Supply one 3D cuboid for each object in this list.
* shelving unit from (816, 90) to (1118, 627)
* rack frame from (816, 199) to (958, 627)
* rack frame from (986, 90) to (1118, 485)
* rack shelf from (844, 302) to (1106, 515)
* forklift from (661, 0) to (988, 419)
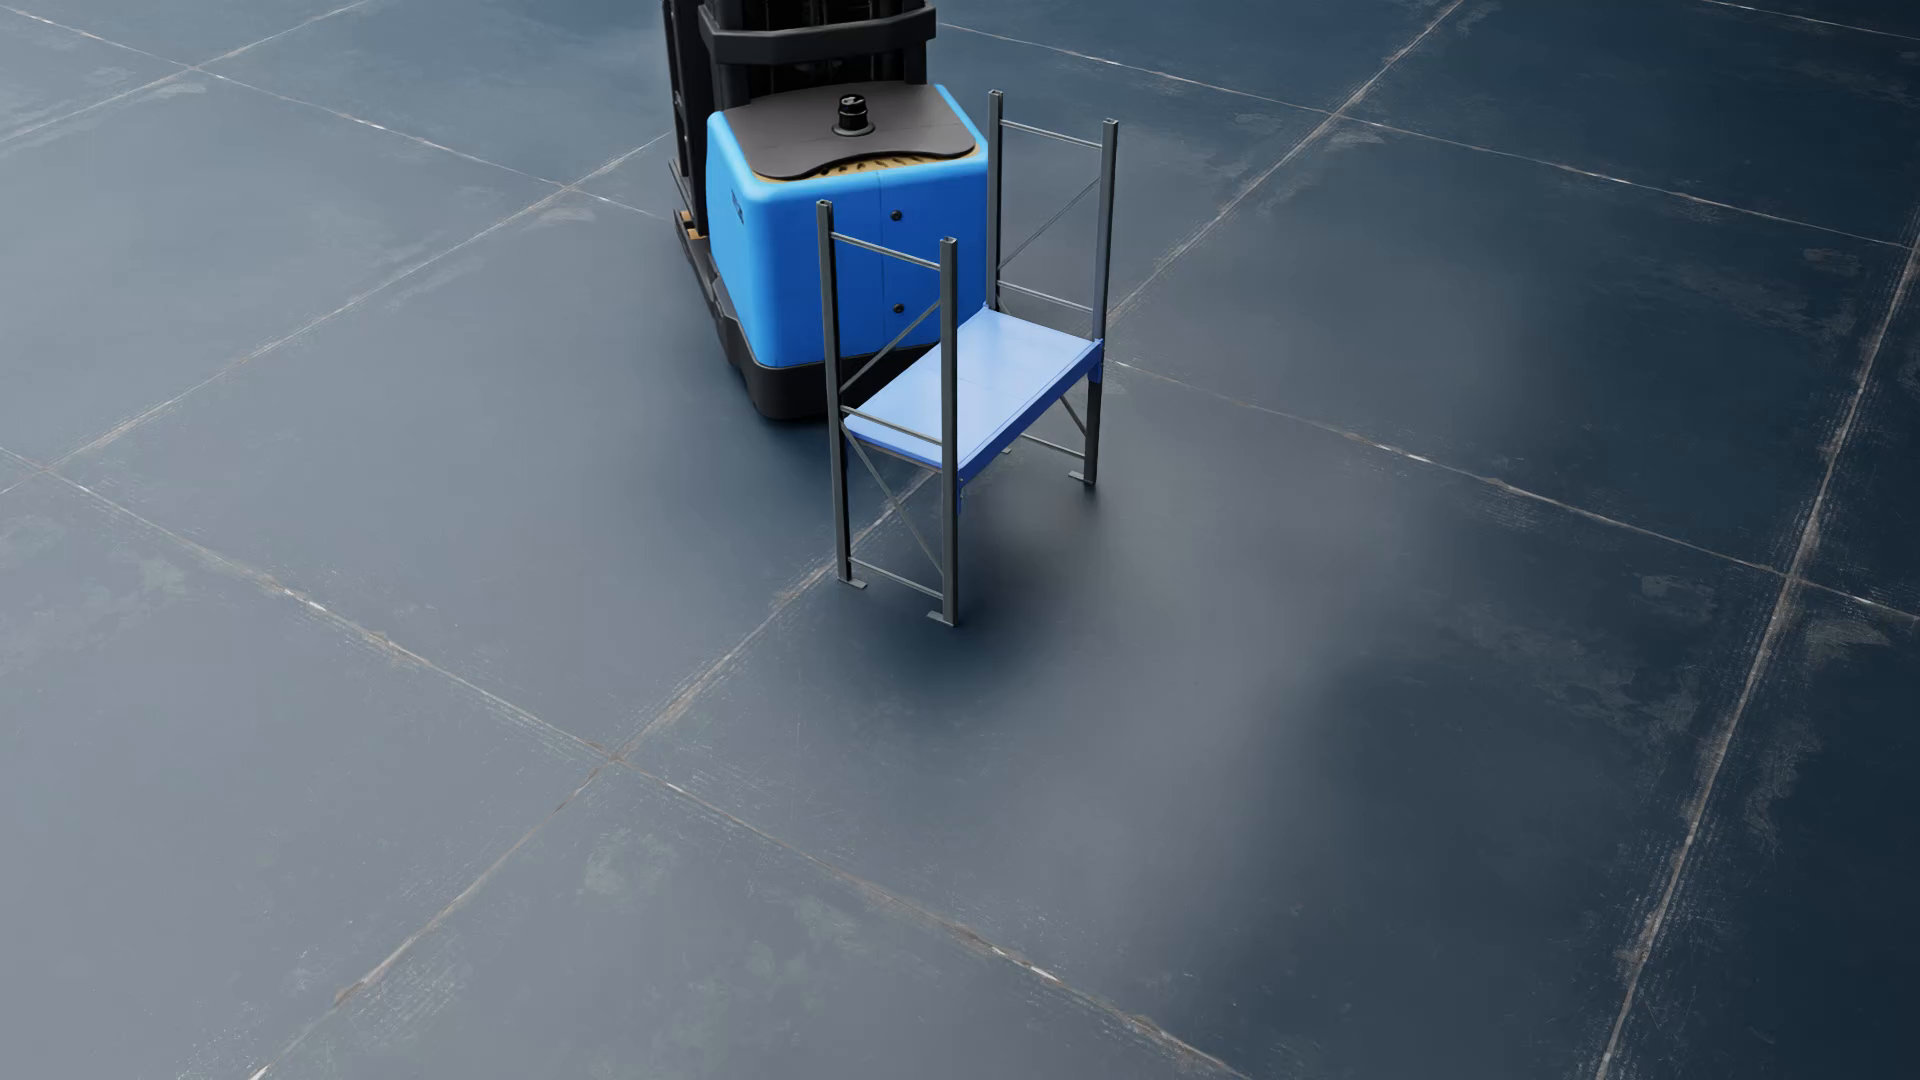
[{"bbox_3d":[0.046,-0.638,5.849,0.538,1.500,1.048,21,42,25],"label":"shelving unit"},{"bbox_3d":[-0.227,-0.376,5.509,0.500,1.500,0.032,21,42,25],"label":"rack frame"},{"bbox_3d":[0.318,-0.900,6.189,0.500,1.500,0.032,21,42,25],"label":"rack frame"},{"bbox_3d":[0.046,-0.496,5.959,0.538,0.185,1.000,21,42,25],"label":"rack shelf"},{"bbox_3d":[-0.757,-2.555,7.164,1.130,2.935,3.031,-11,39,-14],"label":"forklift"}]
